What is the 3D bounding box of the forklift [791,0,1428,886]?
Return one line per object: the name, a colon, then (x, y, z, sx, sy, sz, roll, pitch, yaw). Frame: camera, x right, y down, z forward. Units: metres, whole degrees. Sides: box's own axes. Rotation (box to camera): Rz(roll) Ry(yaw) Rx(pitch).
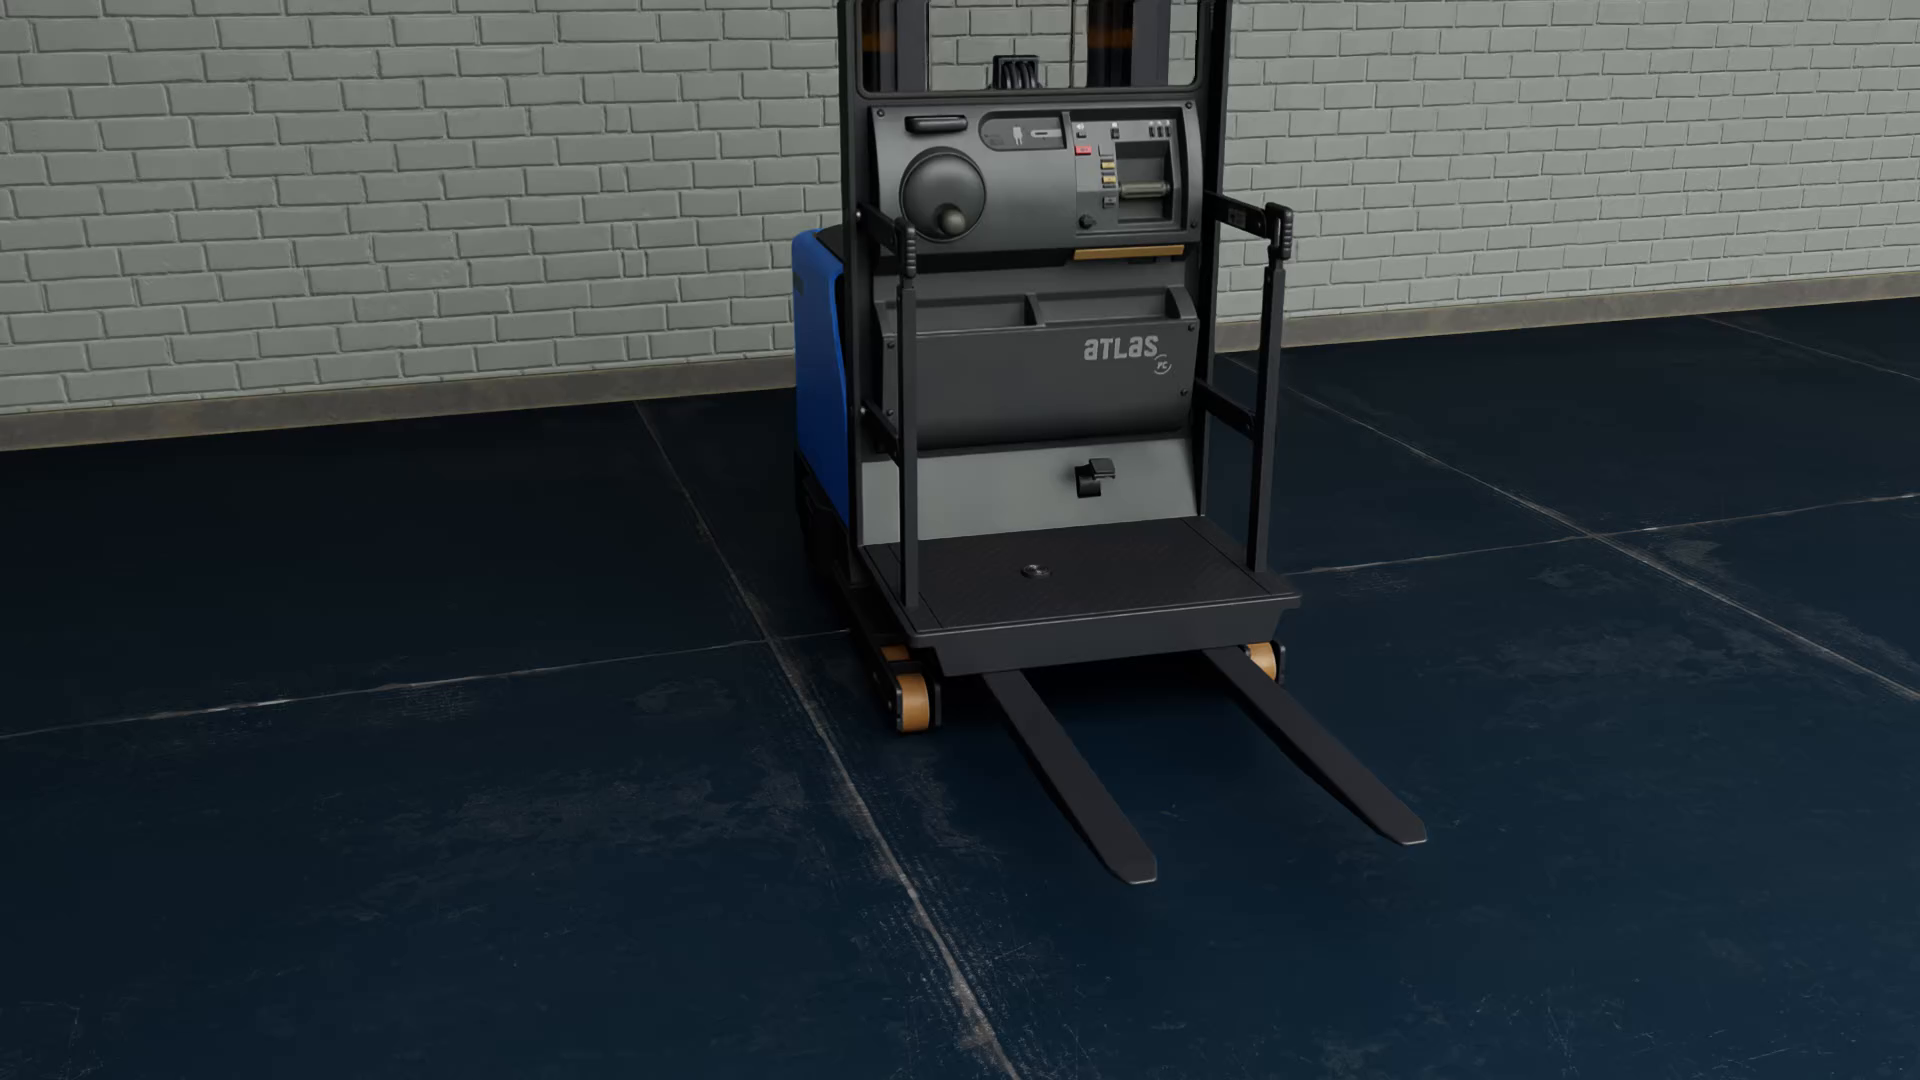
forklift: (0.277, -1.003, 4.373, 1.130, 2.935, 3.031, -5, 20, -14)
